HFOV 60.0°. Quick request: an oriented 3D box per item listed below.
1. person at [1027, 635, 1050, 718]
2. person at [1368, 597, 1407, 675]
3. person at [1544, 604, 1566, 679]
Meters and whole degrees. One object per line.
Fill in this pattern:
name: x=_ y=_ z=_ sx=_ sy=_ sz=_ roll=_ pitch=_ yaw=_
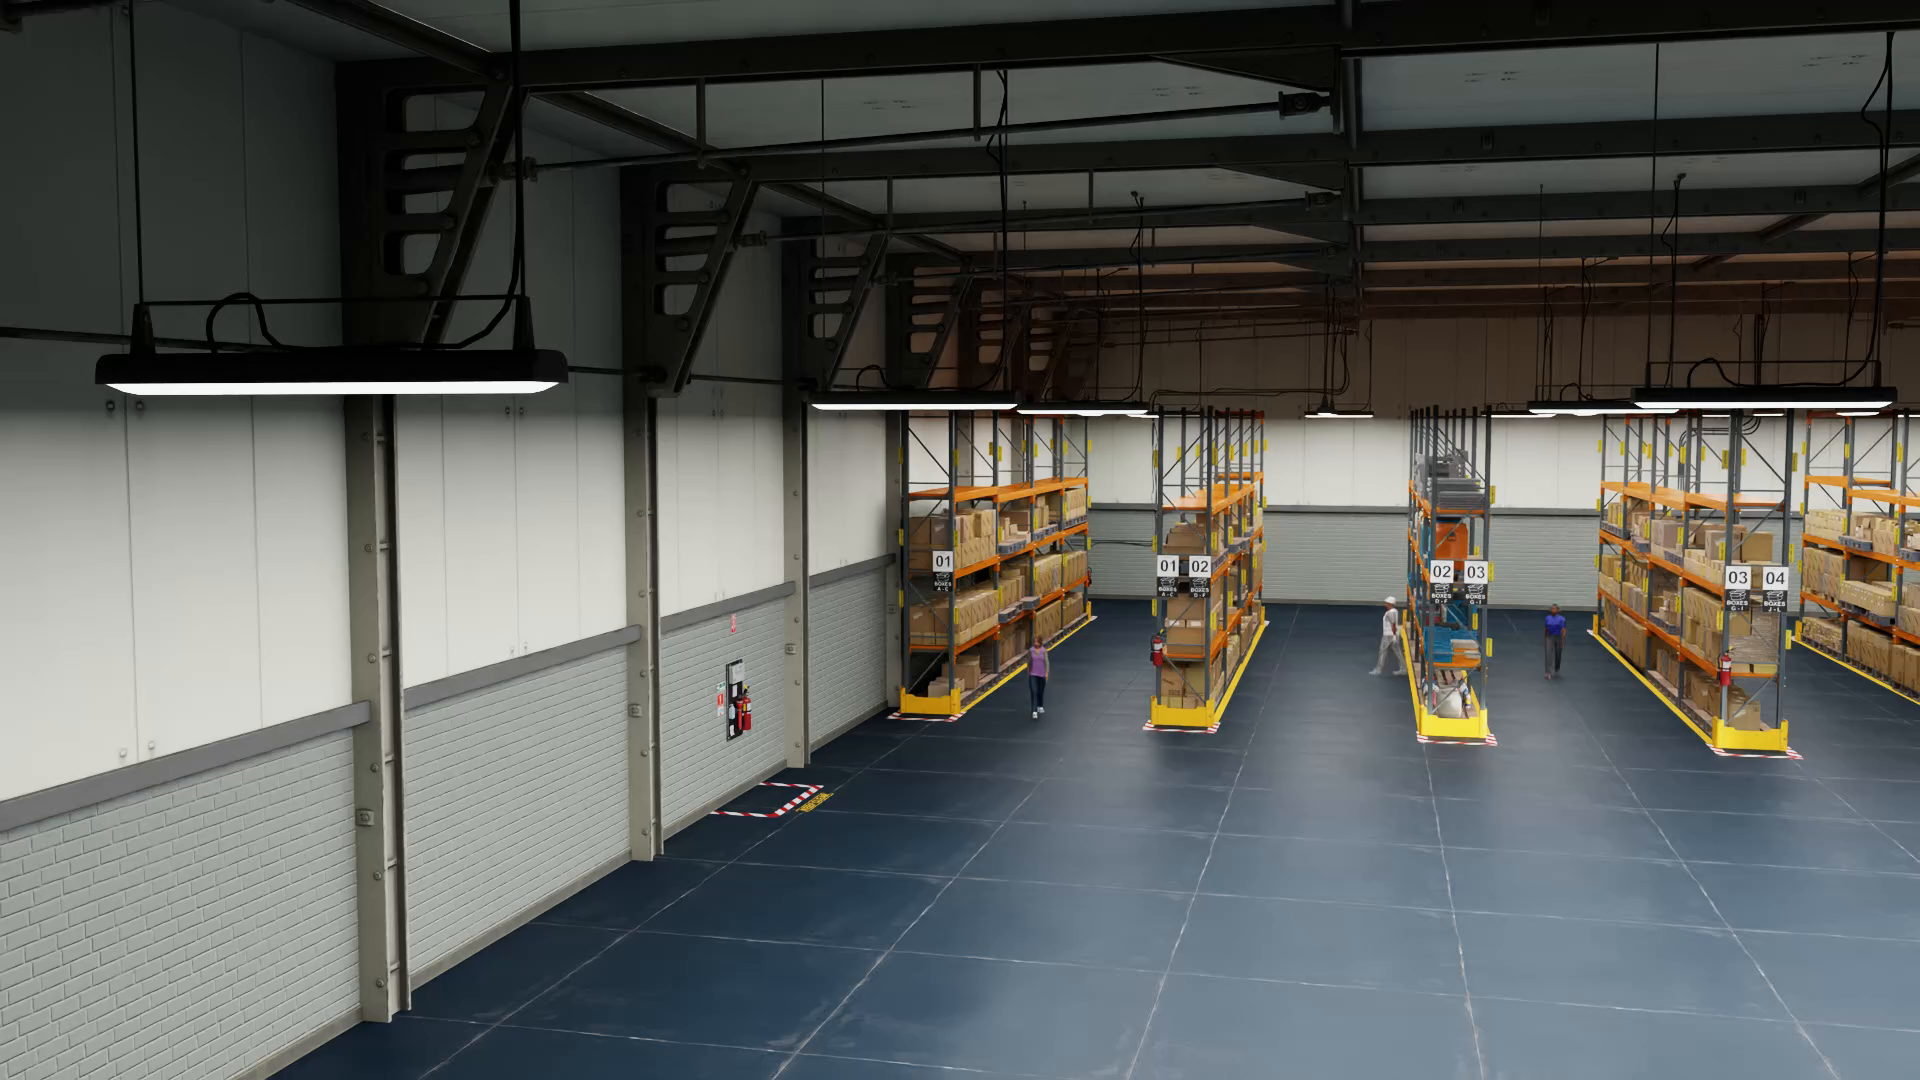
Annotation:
person: x=1.513 y=2.615 z=32.148 sx=0.434 sy=1.554 sz=0.880 roll=0 pitch=4 yaw=1
person: x=9.681 y=2.154 z=37.440 sx=0.800 sy=1.772 sz=0.552 roll=4 pitch=6 yaw=44
person: x=13.273 y=2.238 z=37.085 sx=0.447 sy=1.615 sz=0.977 roll=2 pitch=4 yaw=22
